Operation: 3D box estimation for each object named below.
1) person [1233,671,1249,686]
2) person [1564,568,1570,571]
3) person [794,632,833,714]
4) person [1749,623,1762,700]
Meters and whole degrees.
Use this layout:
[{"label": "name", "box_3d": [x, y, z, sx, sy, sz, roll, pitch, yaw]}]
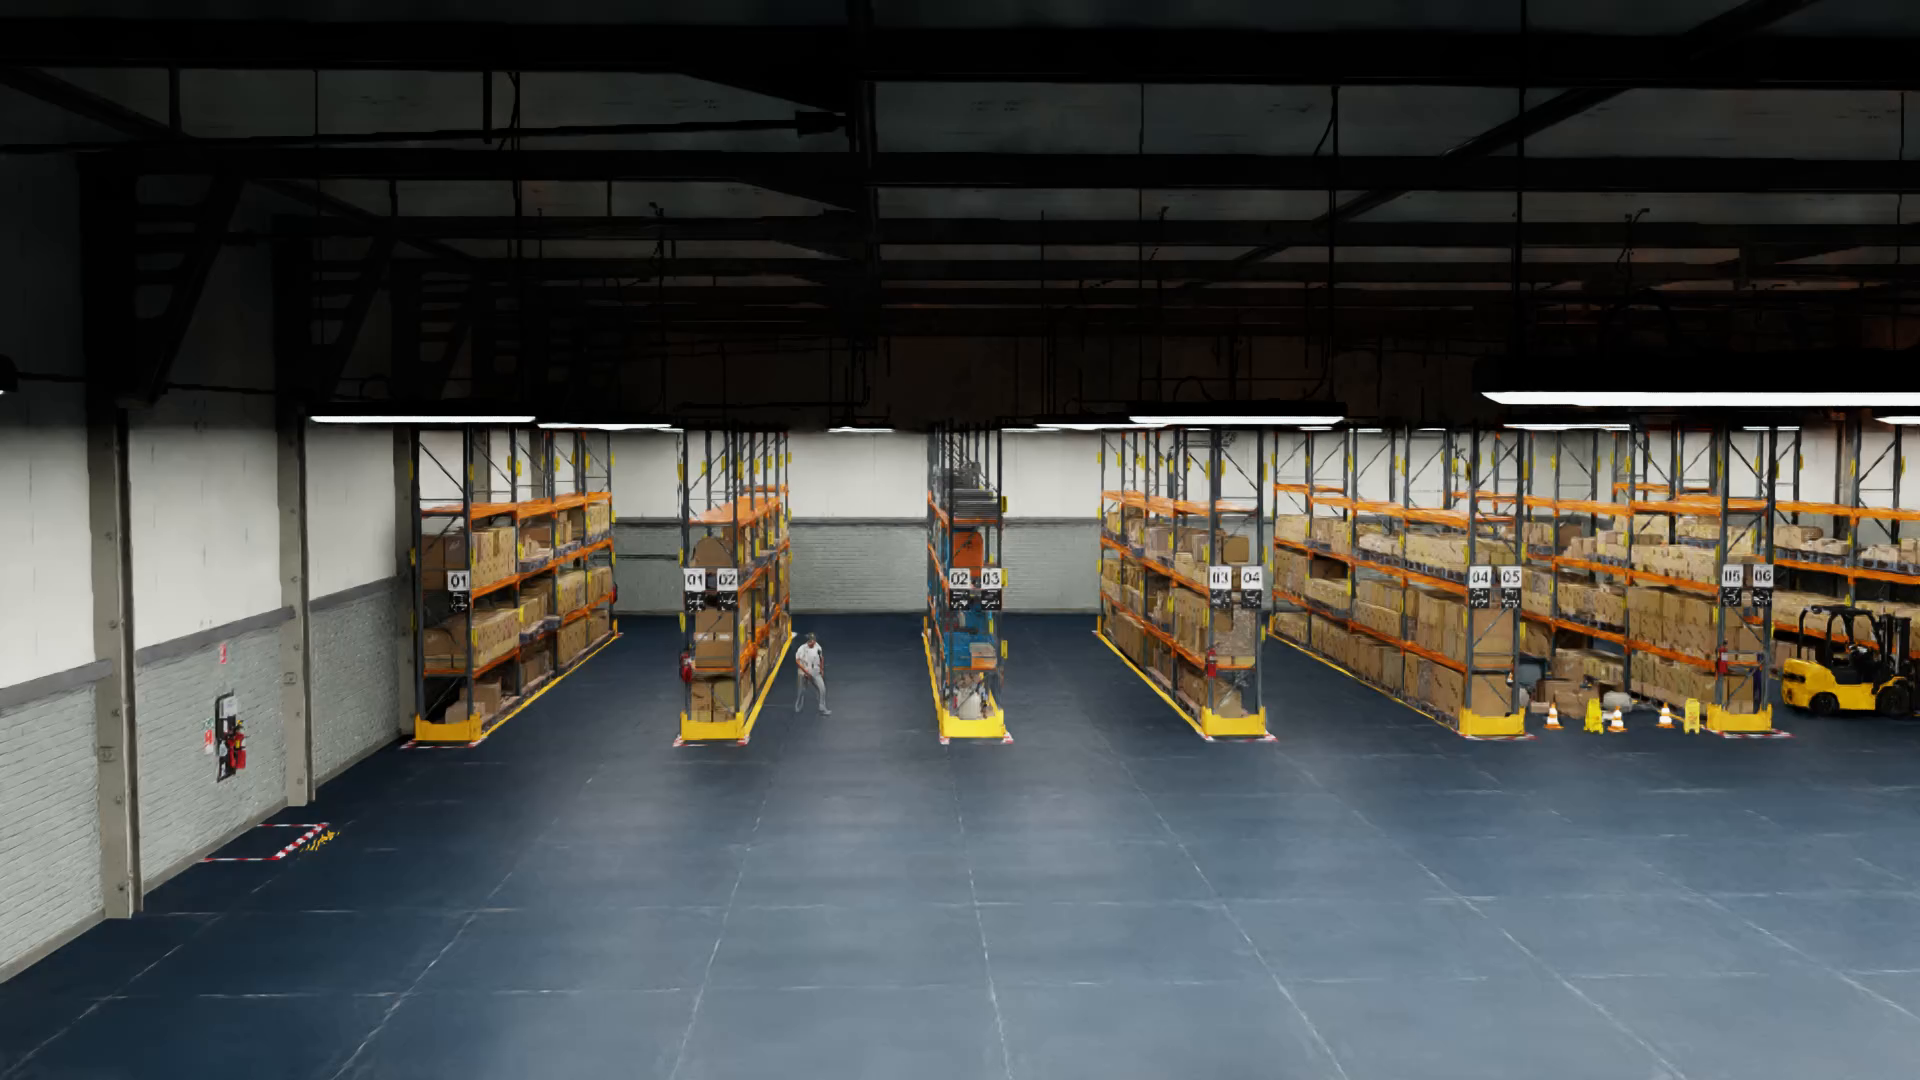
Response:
[{"label": "person", "box_3d": [6.391, 2.483, 37.880, 0.361, 1.727, 0.538, -2, 4, -30]}, {"label": "person", "box_3d": [18.133, 1.679, 49.722, 0.569, 1.708, 1.042, 0, 4, 6]}, {"label": "person", "box_3d": [-3.039, 2.700, 33.855, 0.701, 1.696, 0.815, -2, 4, -23]}, {"label": "person", "box_3d": [17.101, 2.615, 35.797, 0.556, 1.609, 0.598, 2, 4, 28]}]
